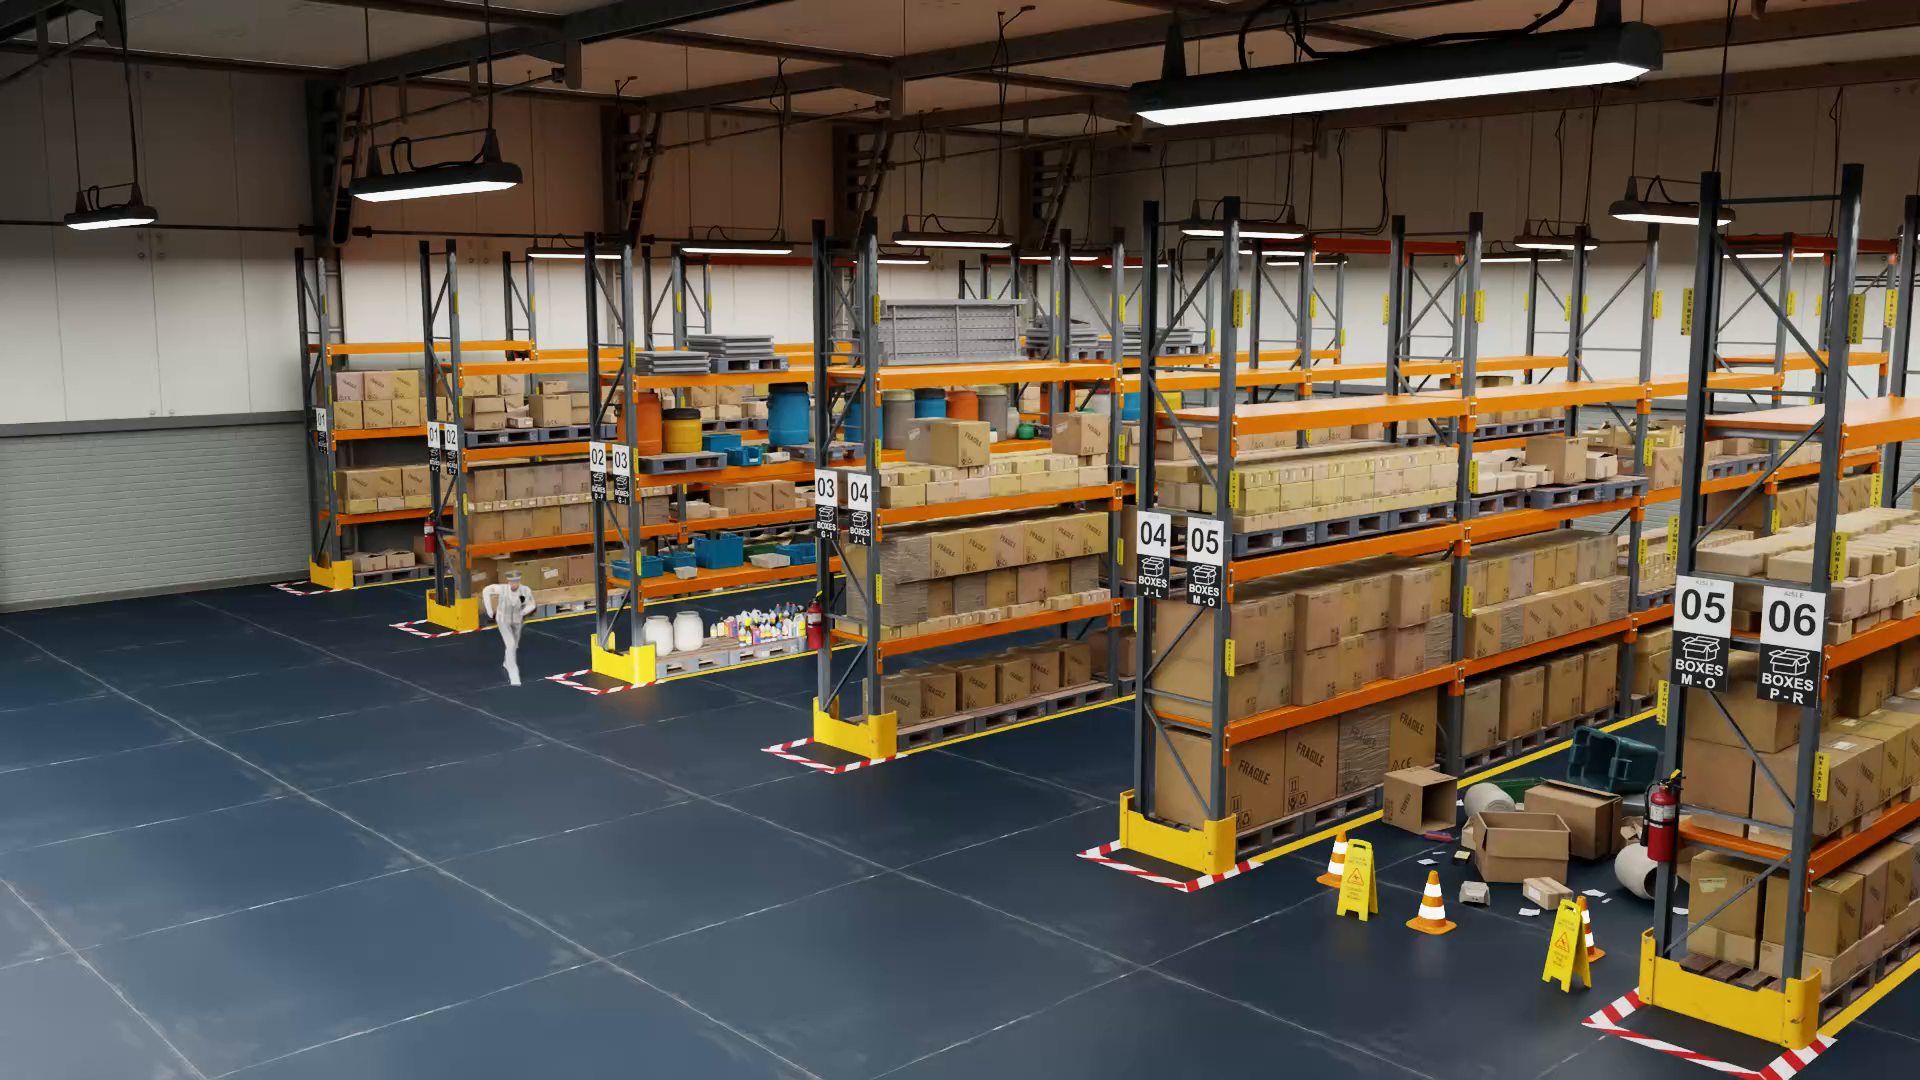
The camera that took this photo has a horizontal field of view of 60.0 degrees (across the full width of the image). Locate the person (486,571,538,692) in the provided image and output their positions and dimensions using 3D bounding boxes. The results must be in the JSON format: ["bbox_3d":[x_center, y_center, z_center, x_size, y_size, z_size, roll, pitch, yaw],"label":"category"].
[{"bbox_3d":[-5.972,1.157,22.200,0.654,1.625,0.981,-3,9,-20],"label":"person"}]
